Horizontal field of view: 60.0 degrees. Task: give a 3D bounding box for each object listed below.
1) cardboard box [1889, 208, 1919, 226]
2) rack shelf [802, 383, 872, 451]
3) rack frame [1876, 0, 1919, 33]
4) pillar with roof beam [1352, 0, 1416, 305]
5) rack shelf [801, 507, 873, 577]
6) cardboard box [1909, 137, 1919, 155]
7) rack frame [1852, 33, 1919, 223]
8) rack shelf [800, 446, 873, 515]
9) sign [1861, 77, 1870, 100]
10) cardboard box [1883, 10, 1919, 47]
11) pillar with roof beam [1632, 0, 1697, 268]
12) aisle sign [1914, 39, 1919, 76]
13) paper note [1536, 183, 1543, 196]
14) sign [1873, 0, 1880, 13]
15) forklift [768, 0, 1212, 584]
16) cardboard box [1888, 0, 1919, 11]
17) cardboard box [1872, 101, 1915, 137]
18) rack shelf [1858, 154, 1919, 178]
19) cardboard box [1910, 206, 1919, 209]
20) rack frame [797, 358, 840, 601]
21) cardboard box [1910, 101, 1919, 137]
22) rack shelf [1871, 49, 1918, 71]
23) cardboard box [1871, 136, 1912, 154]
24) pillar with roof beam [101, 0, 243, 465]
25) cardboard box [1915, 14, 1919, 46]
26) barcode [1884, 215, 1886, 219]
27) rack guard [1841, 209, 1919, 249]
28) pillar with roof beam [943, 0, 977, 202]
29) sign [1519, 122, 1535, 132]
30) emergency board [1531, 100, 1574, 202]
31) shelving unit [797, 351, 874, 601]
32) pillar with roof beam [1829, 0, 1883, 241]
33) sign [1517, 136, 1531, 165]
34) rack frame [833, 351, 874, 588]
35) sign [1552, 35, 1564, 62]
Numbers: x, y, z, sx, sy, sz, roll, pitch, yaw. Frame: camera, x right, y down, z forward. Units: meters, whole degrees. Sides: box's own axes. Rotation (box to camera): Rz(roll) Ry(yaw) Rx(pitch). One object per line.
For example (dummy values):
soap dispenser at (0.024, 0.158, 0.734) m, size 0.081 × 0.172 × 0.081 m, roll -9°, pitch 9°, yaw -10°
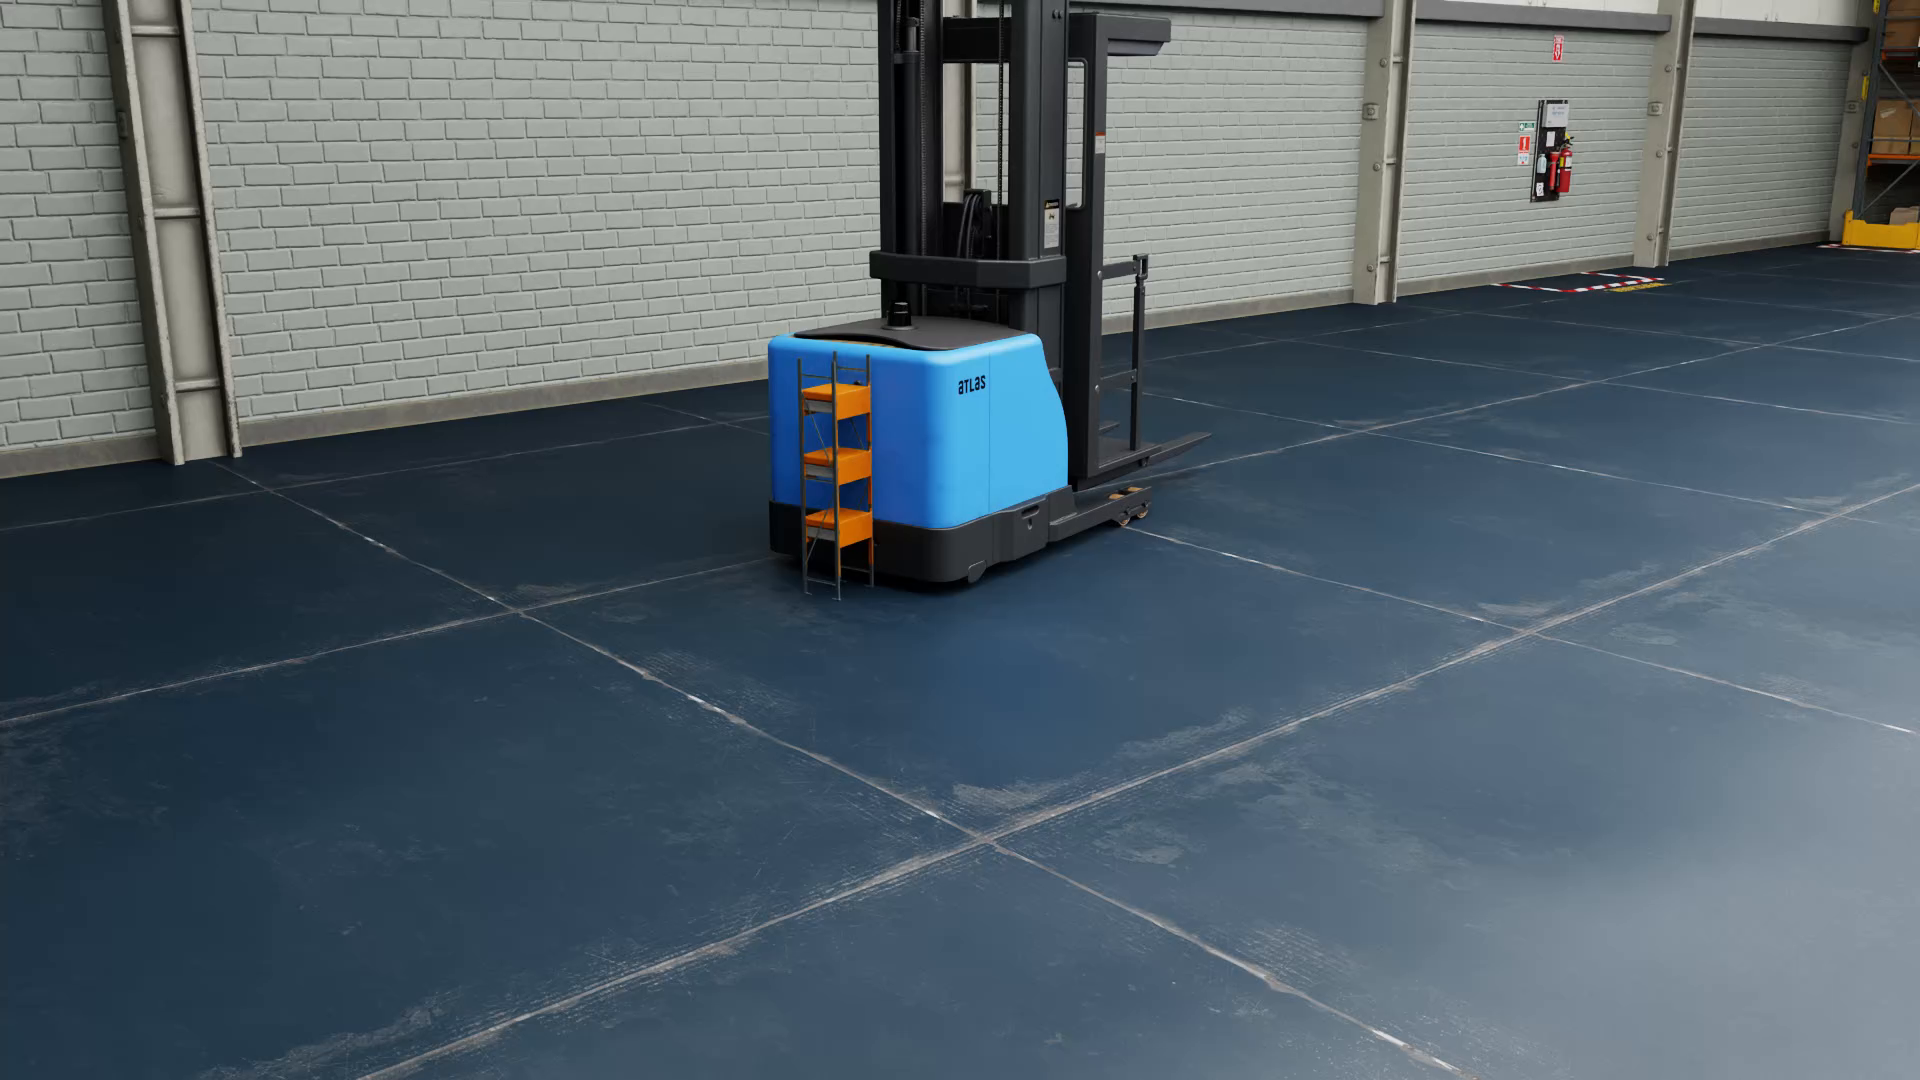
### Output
cardboard box at (14.089, -4.750, 24.579) m, size 0.500 × 0.311 × 0.500 m, roll 13°, pitch 20°, yaw 41°
rack shelf at (-0.540, -0.546, 7.199) m, size 0.215 × 0.259 × 0.240 m, roll 10°, pitch 18°, yaw 33°
rack frame at (13.508, -8.635, 23.141) m, size 0.127 × 3.000 × 1.000 m, roll -13°, pitch 19°, yaw -39°
pillar with roof beam at (7.242, -6.052, 13.468) m, size 0.400 × 9.000 × 9.100 m, roll -13°, pitch 19°, yaw -39°
rack shelf at (-0.540, -0.003, 7.344) m, size 0.215 × 0.259 × 0.240 m, roll 10°, pitch 18°, yaw 33°
cardboard box at (14.085, -5.695, 24.010) m, size 0.500 × 0.250 × 0.500 m, roll -13°, pitch 20°, yaw -41°
rack frame at (13.508, -5.737, 23.916) m, size 0.127 × 3.000 × 1.000 m, roll -13°, pitch 19°, yaw -39°
rack shelf at (-0.540, -0.271, 7.273) m, size 0.215 × 0.259 × 0.240 m, roll 10°, pitch 18°, yaw 33°
sign at (13.159, -6.561, 24.143) m, size 0.005 × 0.325 × 0.100 m, roll -13°, pitch 19°, yaw -39°
cardboard box at (13.657, -7.364, 23.962) m, size 0.500 × 0.500 × 0.500 m, roll -11°, pitch 18°, yaw -35°
pillar with roof beam at (11.768, -7.068, 17.273) m, size 0.400 × 9.000 × 9.100 m, roll -13°, pitch 19°, yaw -39°
aisle sign at (13.651, -6.922, 23.316) m, size 0.004 × 0.787 × 0.394 m, roll -13°, pitch 19°, yaw -39°
paper note at (6.874, -4.154, 19.697) m, size 0.142 × 0.148 × 0.016 m, roll -13°, pitch 19°, yaw -39°
sign at (13.159, -7.725, 23.831) m, size 0.005 × 0.325 × 0.100 m, roll -13°, pitch 19°, yaw -39°
forklift at (0.350, -1.549, 8.370) m, size 1.130 × 2.935 × 3.031 m, roll 10°, pitch 18°, yaw 33°
cardboard box at (13.662, -7.851, 23.848) m, size 0.500 × 0.500 × 0.500 m, roll -12°, pitch 19°, yaw -37°
cardboard box at (13.724, -6.158, 24.289) m, size 0.500 × 0.500 × 0.500 m, roll -13°, pitch 20°, yaw -40°
rack shelf at (15.017, -5.728, 25.277) m, size 4.000 × 0.370 × 1.077 m, roll -13°, pitch 19°, yaw -39°
cardboard box at (14.519, -4.847, 24.941) m, size 0.500 × 0.311 × 0.500 m, roll -11°, pitch 18°, yaw -35°
rack frame at (-0.608, -0.256, 7.172) m, size 0.200 × 1.050 × 0.008 m, roll 10°, pitch 18°, yaw 33°
cardboard box at (14.066, -6.059, 23.919) m, size 0.500 × 0.500 × 0.500 m, roll -13°, pitch 19°, yaw -39°
rack shelf at (15.017, -7.178, 24.890) m, size 4.000 × 0.370 × 1.077 m, roll -13°, pitch 19°, yaw -39°
cardboard box at (13.734, -5.791, 24.370) m, size 0.500 × 0.250 × 0.500 m, roll -12°, pitch 19°, yaw -39°
pillar with roof beam at (-1.811, -4.019, 5.857) m, size 0.400 × 9.000 × 9.100 m, roll -13°, pitch 19°, yaw -39°
cardboard box at (13.925, -7.252, 23.543) m, size 0.500 × 0.500 × 0.500 m, roll -12°, pitch 19°, yaw -38°
barcode at (13.840, -4.836, 24.881) m, size 0.075 × 0.075 × 0.001 m, roll -13°, pitch 19°, yaw -39°
rack guard at (13.566, -4.542, 24.286) m, size 0.348 × 0.500 × 1.175 m, roll -13°, pitch 19°, yaw -39°
pillar with roof beam at (2.716, -5.035, 9.663) m, size 0.400 × 9.000 × 9.100 m, roll -13°, pitch 19°, yaw -39°
sign at (6.578, -4.795, 19.293) m, size 0.331 × 0.109 × 0.001 m, roll -13°, pitch 19°, yaw -39°
emergency board at (7.053, -4.596, 19.645) m, size 0.643 × 1.169 × 0.194 m, roll -13°, pitch 19°, yaw -39°
shelving unit at (-0.540, -0.282, 7.270) m, size 0.215 × 1.050 × 0.252 m, roll 10°, pitch 18°, yaw 33°
pillar with roof beam at (16.295, -8.084, 21.078) m, size 0.400 × 9.000 × 9.100 m, roll -13°, pitch 19°, yaw -39°
sign at (6.568, -4.540, 19.365) m, size 0.234 × 0.329 × 0.001 m, roll -13°, pitch 19°, yaw -39°
rack frame at (-0.472, -0.308, 7.367) m, size 0.200 × 1.050 × 0.008 m, roll 10°, pitch 18°, yaw 33°
sign at (6.982, -5.734, 19.414) m, size 0.199 × 0.298 × 0.001 m, roll -13°, pitch 19°, yaw -39°
